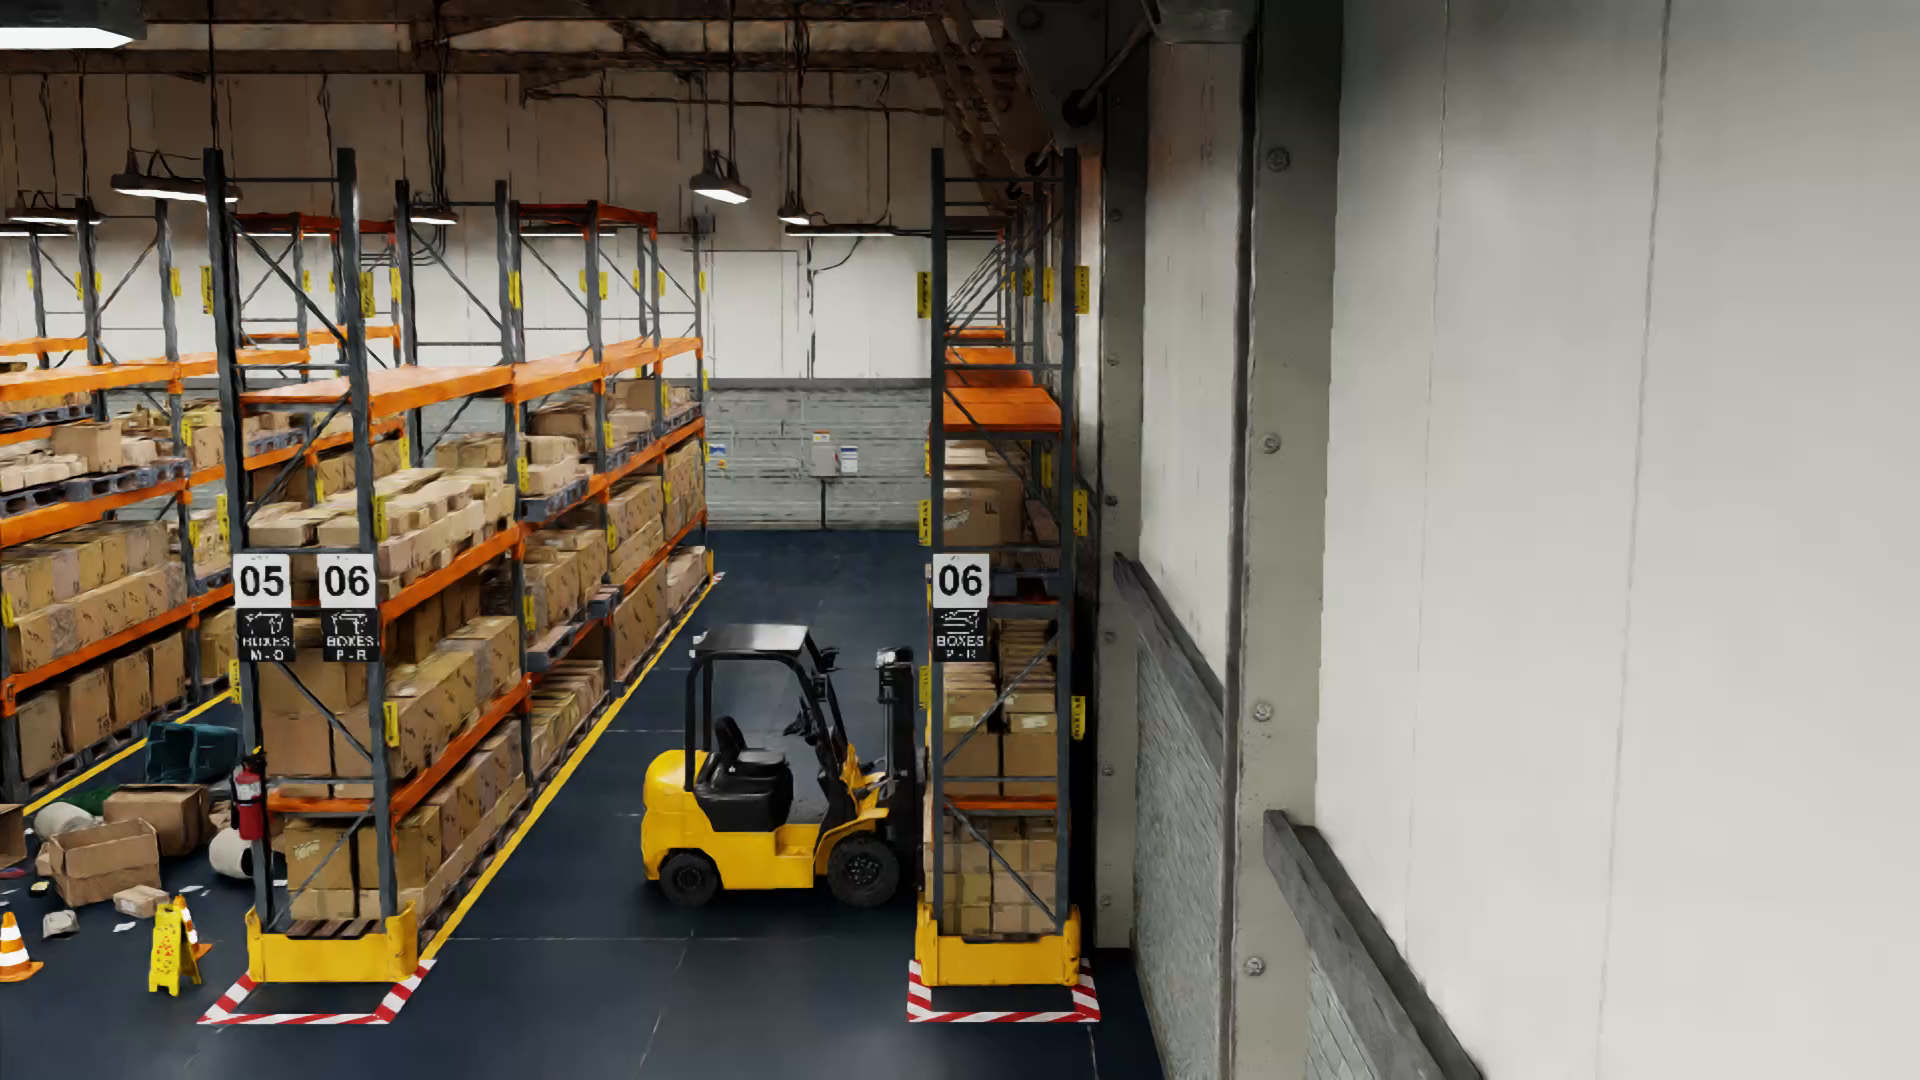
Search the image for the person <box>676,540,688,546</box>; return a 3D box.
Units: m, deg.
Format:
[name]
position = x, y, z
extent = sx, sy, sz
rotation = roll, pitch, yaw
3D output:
[person]
position = -5.008, -0.282, 29.050
extent = 0.830, 1.606, 0.575
rotation = -1, 9, -6
